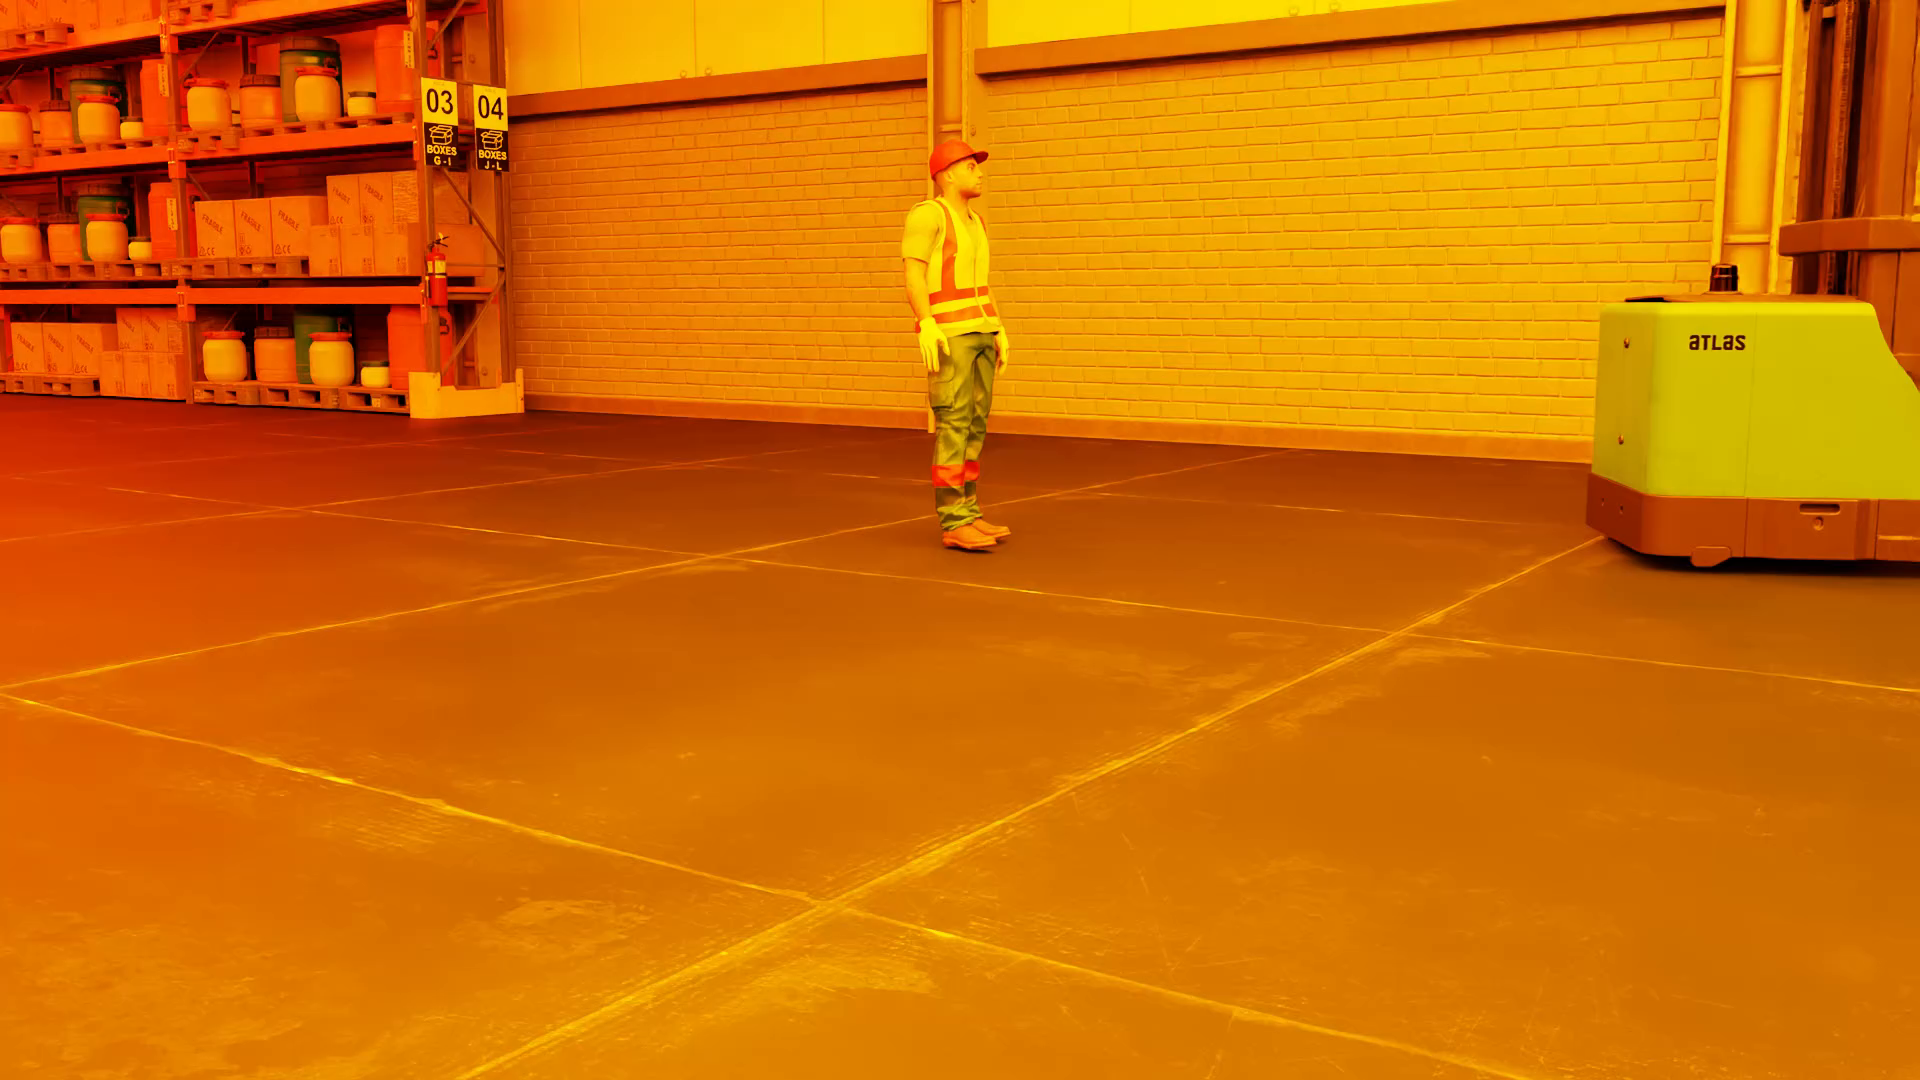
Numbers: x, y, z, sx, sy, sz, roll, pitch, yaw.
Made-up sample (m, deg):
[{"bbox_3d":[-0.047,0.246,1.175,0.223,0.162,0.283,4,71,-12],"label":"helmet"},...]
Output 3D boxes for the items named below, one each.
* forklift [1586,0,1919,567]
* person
[{"bbox_3d":[4.308,-1.365,6.788,3.031,2.935,1.130,1,8,7],"label":"forklift"},{"bbox_3d":[0.061,-0.885,7.423,0.562,1.789,0.638,5,10,34],"label":"person"}]
